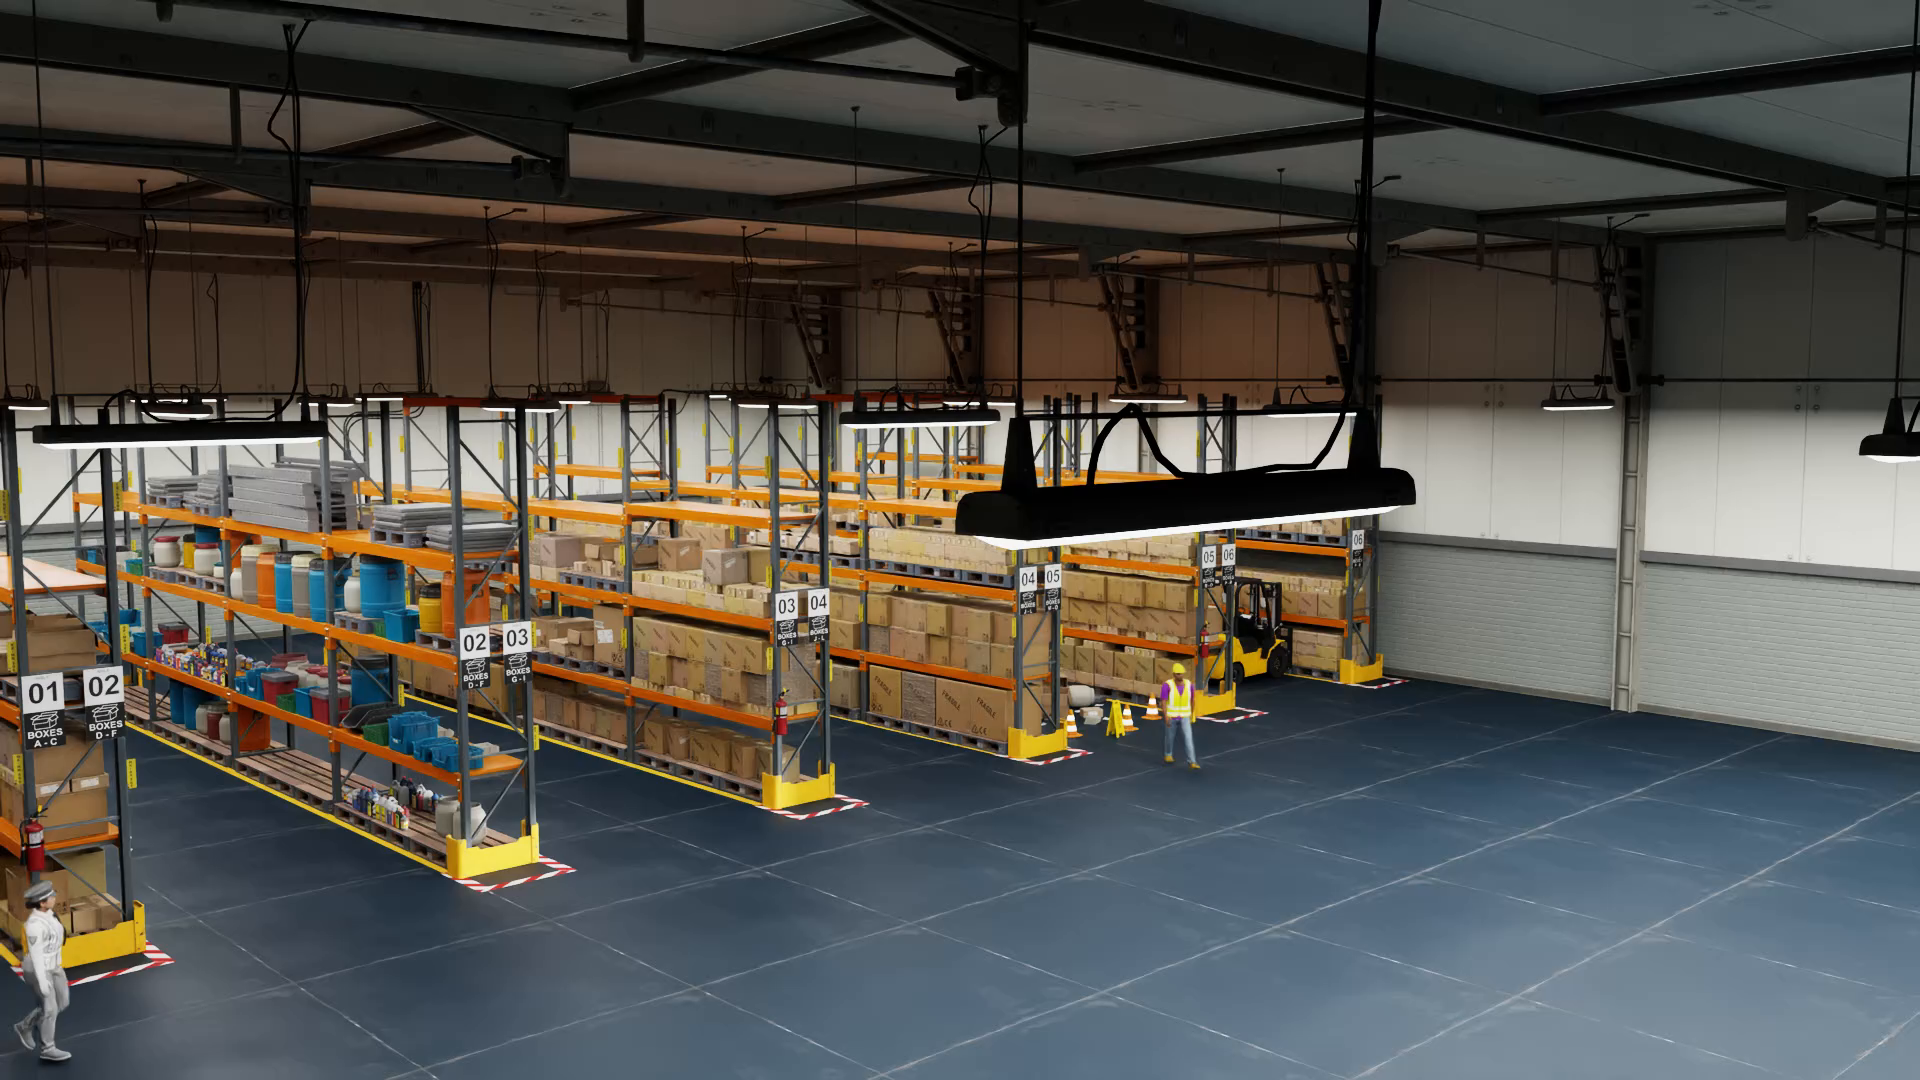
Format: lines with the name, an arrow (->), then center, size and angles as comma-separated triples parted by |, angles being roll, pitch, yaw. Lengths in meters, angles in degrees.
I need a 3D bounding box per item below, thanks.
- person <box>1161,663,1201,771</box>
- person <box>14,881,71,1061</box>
person -> 3.553, 2.852, 26.993 | 0.583, 1.694, 1.104 | 0, 6, 0
person -> -8.550, 3.989, 15.420 | 0.553, 1.671, 0.474 | 0, 6, -1
